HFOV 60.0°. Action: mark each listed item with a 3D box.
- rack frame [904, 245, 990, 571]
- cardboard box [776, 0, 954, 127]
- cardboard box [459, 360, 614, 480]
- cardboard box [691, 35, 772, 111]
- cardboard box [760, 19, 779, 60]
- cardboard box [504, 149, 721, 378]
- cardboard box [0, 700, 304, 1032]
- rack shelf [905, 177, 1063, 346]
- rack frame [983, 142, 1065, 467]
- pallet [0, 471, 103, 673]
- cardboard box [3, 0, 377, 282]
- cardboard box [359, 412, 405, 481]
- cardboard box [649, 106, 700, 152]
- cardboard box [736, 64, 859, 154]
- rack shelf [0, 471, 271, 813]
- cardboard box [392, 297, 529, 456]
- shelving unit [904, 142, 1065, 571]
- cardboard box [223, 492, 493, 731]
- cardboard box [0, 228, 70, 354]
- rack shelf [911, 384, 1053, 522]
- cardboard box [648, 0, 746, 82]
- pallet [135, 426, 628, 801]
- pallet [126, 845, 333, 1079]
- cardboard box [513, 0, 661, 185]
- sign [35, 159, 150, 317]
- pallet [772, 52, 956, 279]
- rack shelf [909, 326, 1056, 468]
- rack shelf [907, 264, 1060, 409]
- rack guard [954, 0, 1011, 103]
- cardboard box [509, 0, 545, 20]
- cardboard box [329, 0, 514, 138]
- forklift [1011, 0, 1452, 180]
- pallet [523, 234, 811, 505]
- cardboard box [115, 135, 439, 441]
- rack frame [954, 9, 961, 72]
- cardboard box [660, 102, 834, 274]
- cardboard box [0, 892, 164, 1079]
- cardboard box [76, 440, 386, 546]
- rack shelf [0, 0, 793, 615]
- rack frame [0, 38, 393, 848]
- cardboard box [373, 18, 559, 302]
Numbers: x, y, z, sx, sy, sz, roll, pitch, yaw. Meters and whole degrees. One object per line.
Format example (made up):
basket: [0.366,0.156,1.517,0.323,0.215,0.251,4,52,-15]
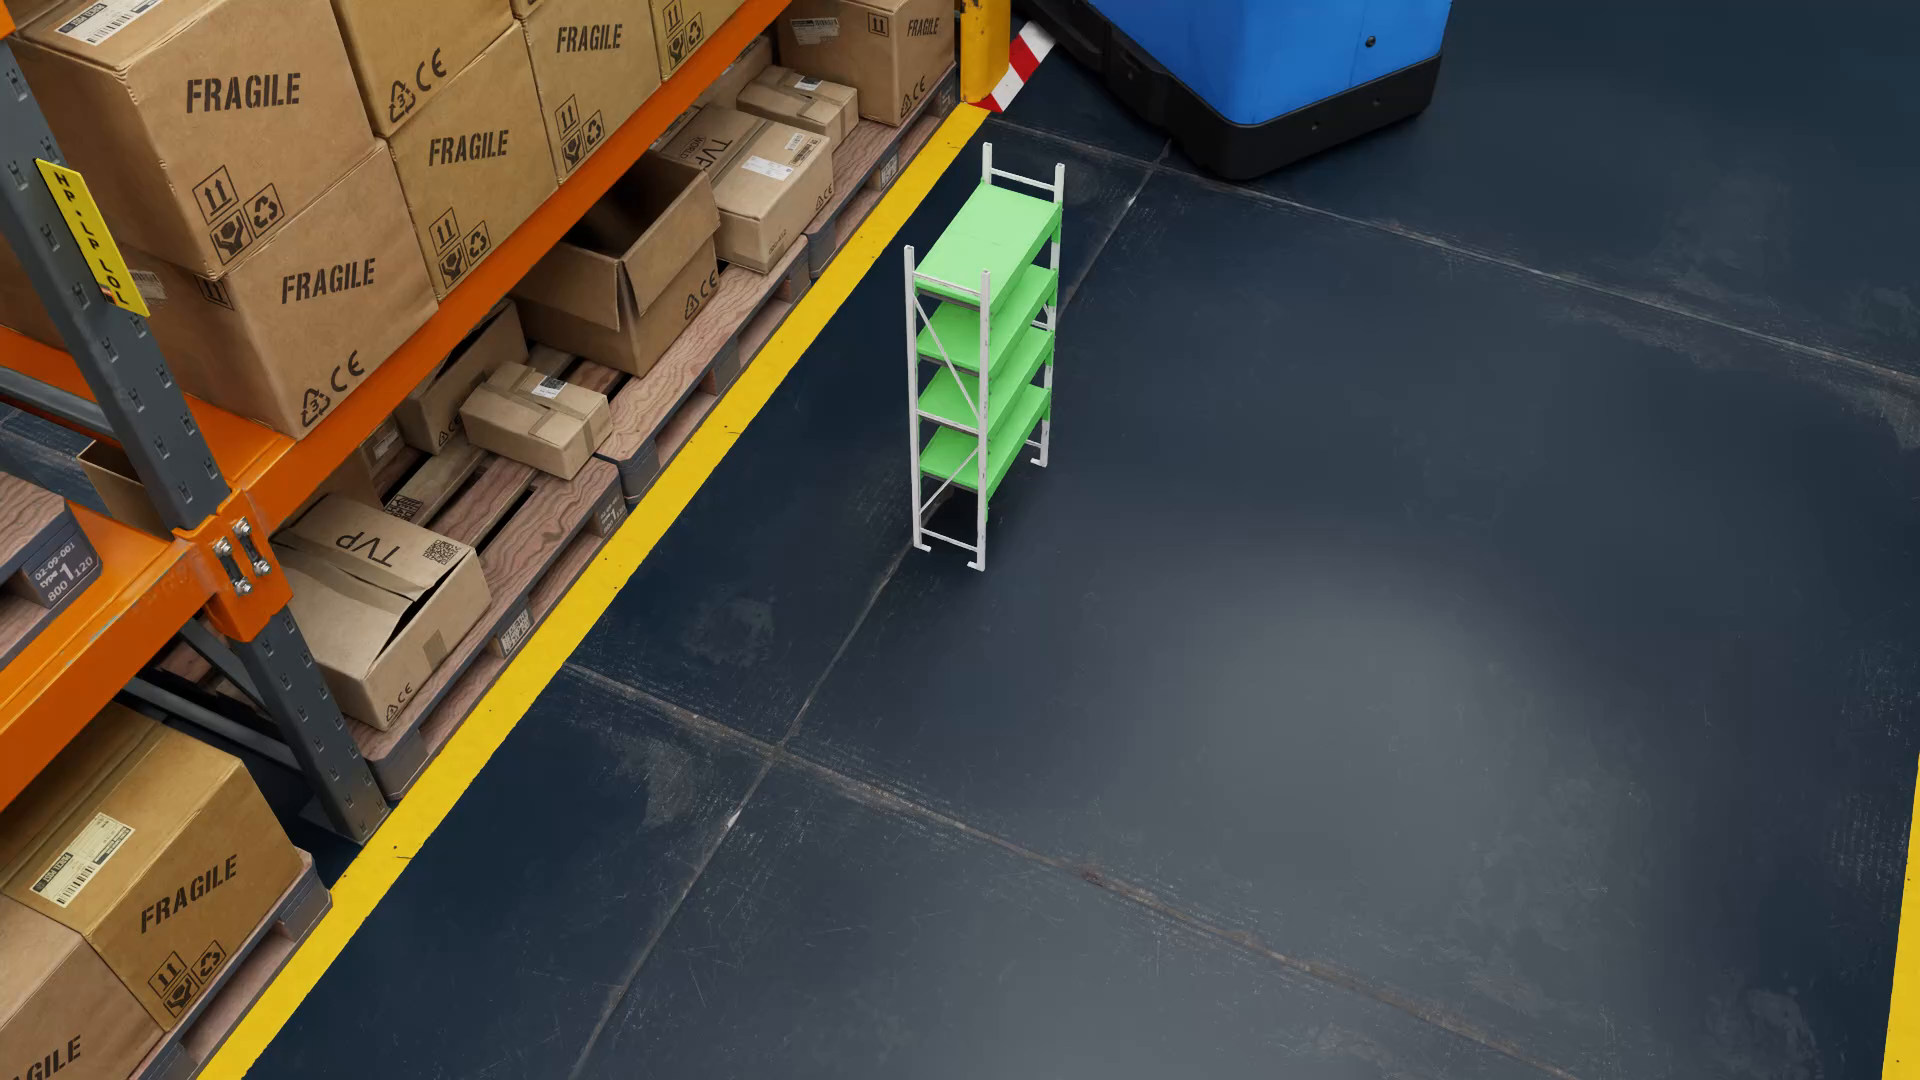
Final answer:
rack frame: [-0.034,-0.335,4.747,0.240,1.200,0.015,20,52,16]
cardboard box: [-0.352,-1.971,6.310,0.500,0.500,0.500,20,52,16]
cardboard box: [-1.316,-0.380,5.175,0.380,0.166,0.250,20,52,16]
cardboard box: [-1.045,-1.718,6.259,0.500,0.250,0.500,20,52,16]
cardboard box: [-0.939,-1.968,6.527,0.380,0.166,0.250,20,52,16]
cardboard box: [-1.254,-0.967,5.454,0.797,0.503,0.637,20,52,16]
cardboard box: [-2.003,0.762,3.984,0.500,0.500,0.500,20,52,16]
rack shelf: [0.071,-0.772,4.573,0.258,0.148,0.480,20,52,16]
rack frame: [0.175,-0.671,5.033,0.240,1.200,0.015,20,52,16]
pallet: [-2.492,0.239,3.203,1.003,0.211,1.213,20,52,16]
cardboard box: [-1.596,-0.928,3.348,0.500,0.500,0.500,21,53,17]
cardboard box: [-1.959,-0.319,5.135,0.380,0.149,0.250,20,52,16]
cardboard box: [-1.259,-1.373,5.966,0.500,0.250,0.500,20,52,16]
cardboard box: [-0.607,-1.613,6.224,0.380,0.166,0.250,20,52,16]
rack shelf: [-2.906,1.272,2.670,1.077,0.370,4.000,20,52,16]
cardboard box: [-1.744,-0.611,5.277,0.500,0.311,0.500,20,52,16]
shelving unit: [0.071,-0.503,4.890,0.258,1.200,0.503,20,52,16]
cardboard box: [-1.677,0.172,4.611,0.500,0.311,0.500,20,52,16]
cardboard box: [-2.070,-0.798,3.894,0.500,0.500,0.500,21,53,17]
rack shelf: [0.071,-0.306,5.121,0.258,0.148,0.480,20,52,16]
cardboard box: [-0.940,-1.681,4.645,0.500,0.500,0.500,19,52,16]
pallet: [-1.757,0.093,5.033,1.003,0.211,1.213,20,52,16]
pallet: [-2.365,1.138,4.143,1.003,0.211,1.213,20,52,16]
cardboard box: [-1.156,-1.330,4.347,0.500,0.500,0.500,20,52,16]
sign: [-1.548,-0.535,2.976,0.100,0.325,0.005,20,52,16]
pallet: [-0.715,-1.587,6.462,1.003,0.211,1.213,20,52,16]
rack shelf: [0.071,-0.461,4.939,0.258,0.148,0.480,20,52,16]
rack shelf: [0.071,-0.617,4.756,0.258,0.148,0.480,20,52,16]
rack guard: [-0.375,-2.230,6.820,1.175,0.500,0.348,20,52,16]
cardboard box: [-1.156,-1.637,3.951,0.500,0.500,0.500,18,52,15]
cardboard box: [-1.376,-1.283,3.650,0.500,0.500,0.500,18,52,15]
forklift: [0.698,-3.435,6.248,1.130,2.935,3.031,-25,54,-19]
pallet: [-1.238,-0.750,5.750,1.003,0.211,1.213,20,52,16]
cardboard box: [-1.588,-0.633,3.753,0.500,0.500,0.500,21,53,17]
rack frame: [-0.343,-3.093,5.912,1.000,3.000,0.127,20,52,16]
cardboard box: [-0.785,-1.245,5.857,0.500,0.250,0.500,20,52,16]
cardboard box: [-2.222,1.100,3.697,0.500,0.500,0.500,20,52,16]
cardboard box: [-2.065,-0.155,4.765,0.500,0.500,0.500,20,52,16]
rack shelf: [-1.197,-1.482,5.014,1.077,0.370,4.000,20,52,16]
rack frame: [-2.052,-0.338,3.568,1.000,3.000,0.127,20,52,16]
cardboard box: [-1.372,-0.987,4.054,0.500,0.500,0.500,21,53,17]
